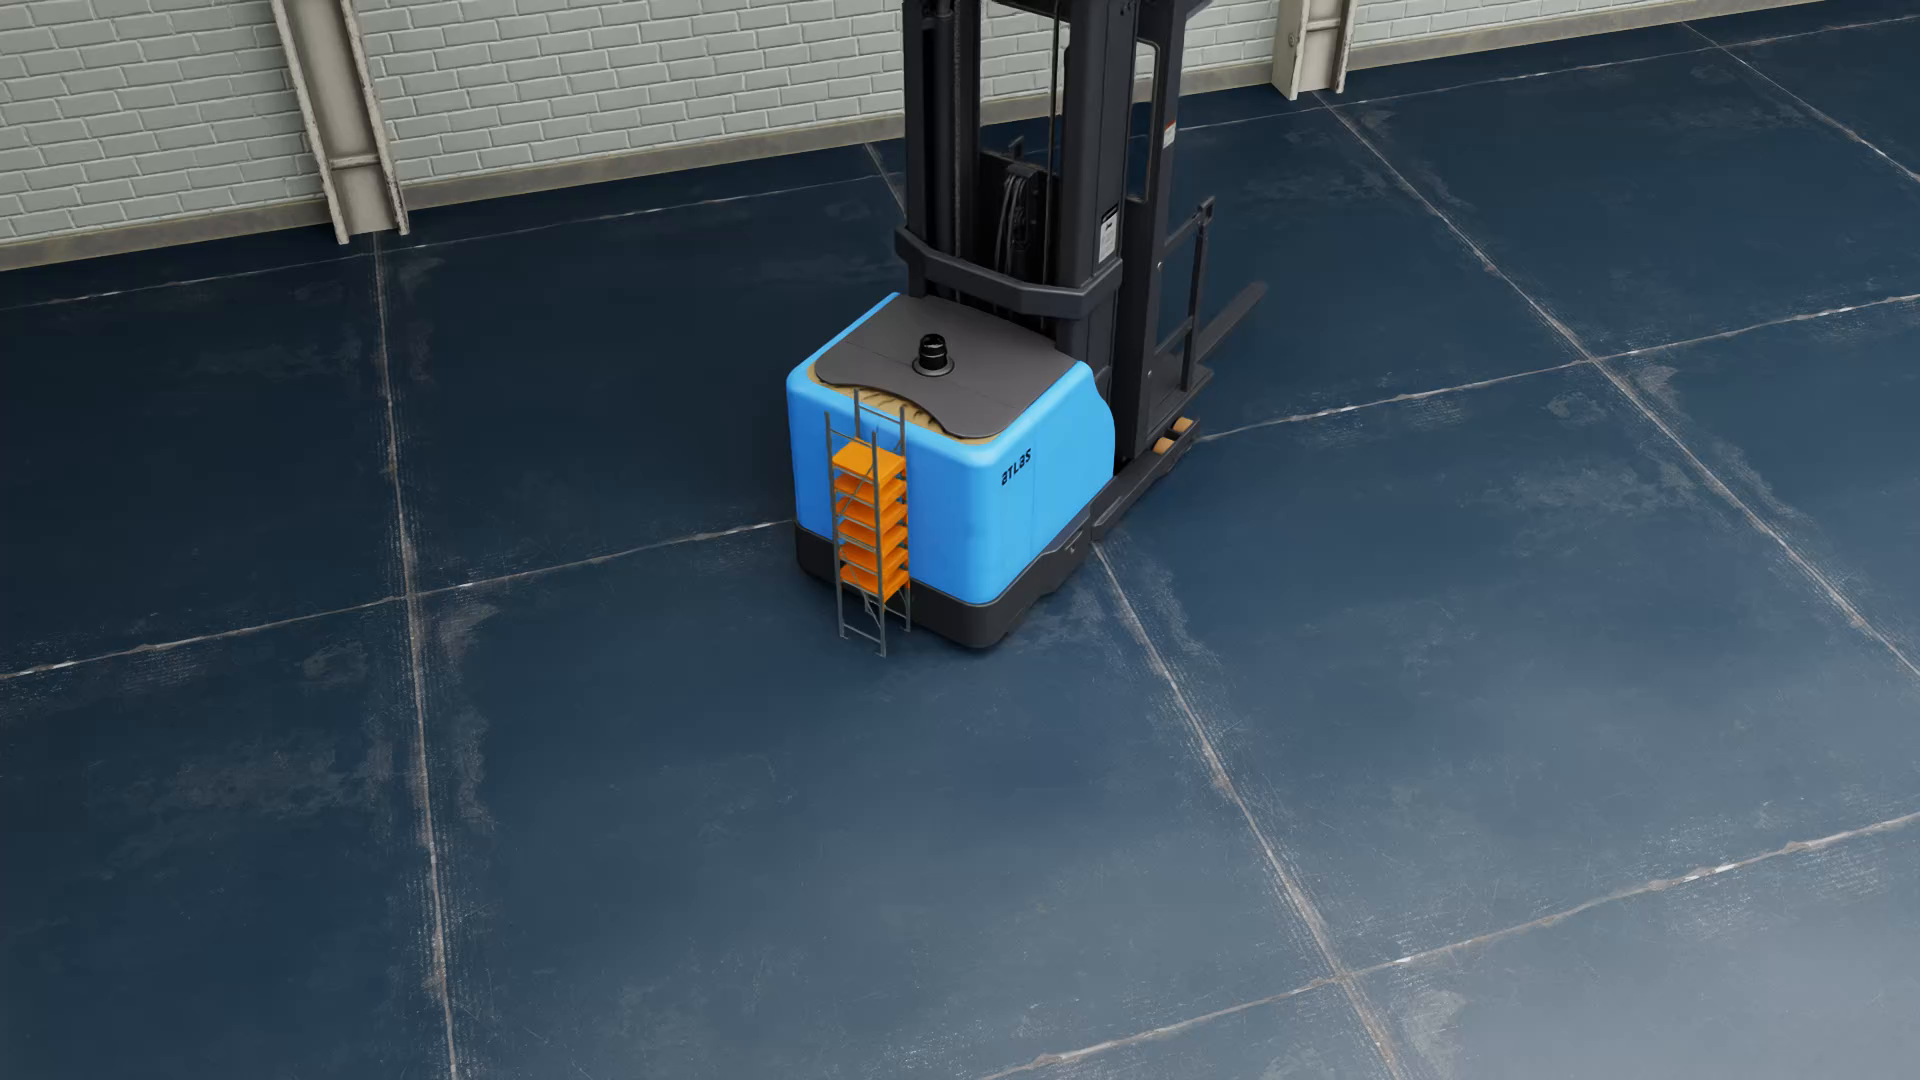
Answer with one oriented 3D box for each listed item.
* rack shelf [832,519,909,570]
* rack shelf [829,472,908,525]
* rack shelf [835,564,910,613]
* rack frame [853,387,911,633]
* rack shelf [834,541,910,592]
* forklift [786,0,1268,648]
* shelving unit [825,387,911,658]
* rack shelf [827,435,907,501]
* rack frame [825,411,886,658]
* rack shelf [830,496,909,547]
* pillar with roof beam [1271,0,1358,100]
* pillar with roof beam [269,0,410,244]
[{"bbox_3d":[-0.364,-0.012,6.769,0.258,0.103,0.180,24,46,25],"label":"rack shelf"},{"bbox_3d":[-0.364,-0.193,6.611,0.258,0.103,0.180,24,46,25],"label":"rack shelf"},{"bbox_3d":[-0.364,0.169,6.927,0.258,0.103,0.180,24,46,25],"label":"rack shelf"},{"bbox_3d":[-0.313,-0.096,6.797,0.240,1.200,0.006,24,46,25],"label":"rack frame"},{"bbox_3d":[-0.364,0.078,6.848,0.258,0.103,0.180,24,46,25],"label":"rack shelf"},{"bbox_3d":[0.513,-1.588,7.189,1.130,2.935,3.031,24,46,25],"label":"forklift"},{"bbox_3d":[-0.364,-0.046,6.740,0.258,1.200,0.189,24,46,25],"label":"shelving unit"},{"bbox_3d":[-0.364,-0.283,6.532,0.258,0.103,0.180,24,46,25],"label":"rack shelf"},{"bbox_3d":[-0.415,0.004,6.683,0.240,1.200,0.006,24,46,25],"label":"rack frame"},{"bbox_3d":[-0.364,-0.103,6.690,0.258,0.103,0.180,24,46,25],"label":"rack shelf"},{"bbox_3d":[3.593,-3.704,5.000,0.400,9.000,9.100,-12,42,-13],"label":"pillar with roof beam"},{"bbox_3d":[-2.130,-2.518,3.643,0.400,9.000,9.100,-12,42,-13],"label":"pillar with roof beam"}]
